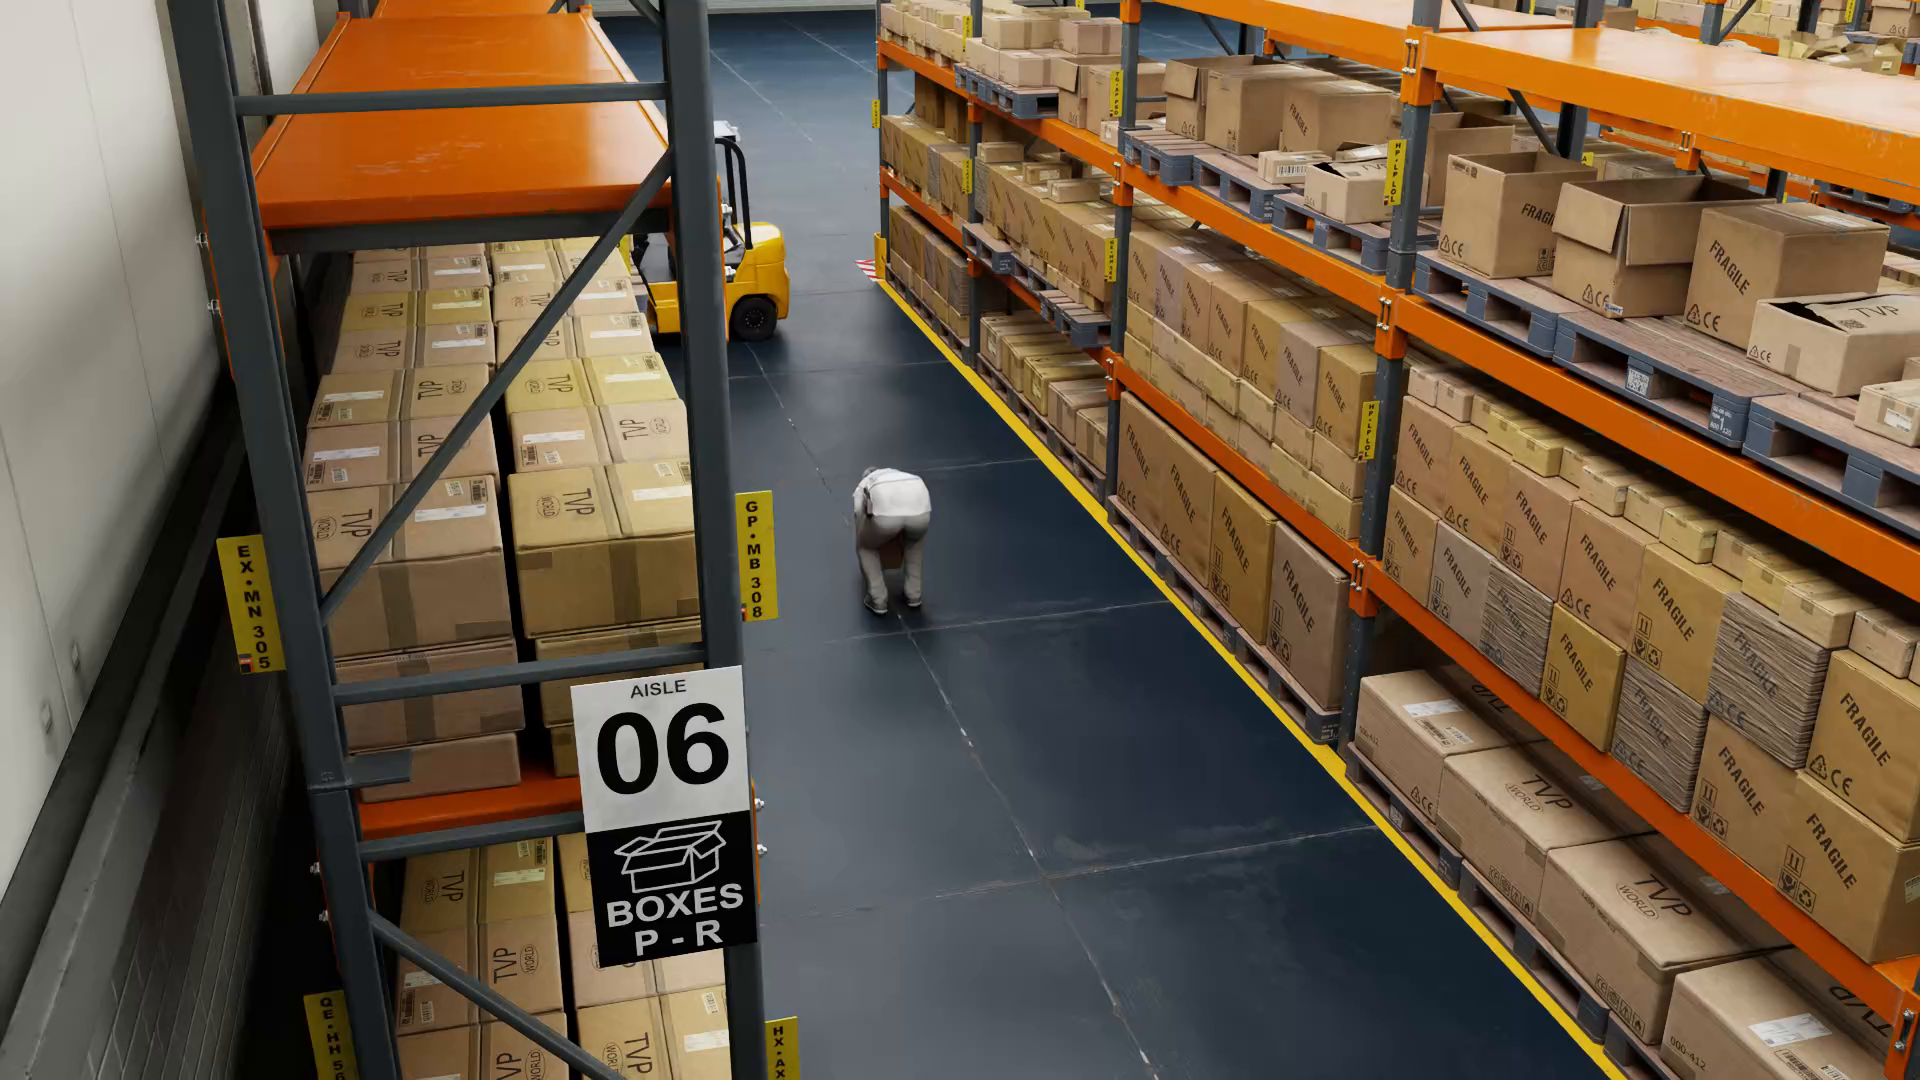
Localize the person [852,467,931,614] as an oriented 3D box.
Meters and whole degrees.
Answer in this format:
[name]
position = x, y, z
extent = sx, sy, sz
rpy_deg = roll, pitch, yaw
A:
[person]
position = -0.507, -0.055, 11.631
extent = 0.495, 0.990, 0.946
rpy_deg = -7, 24, -17
